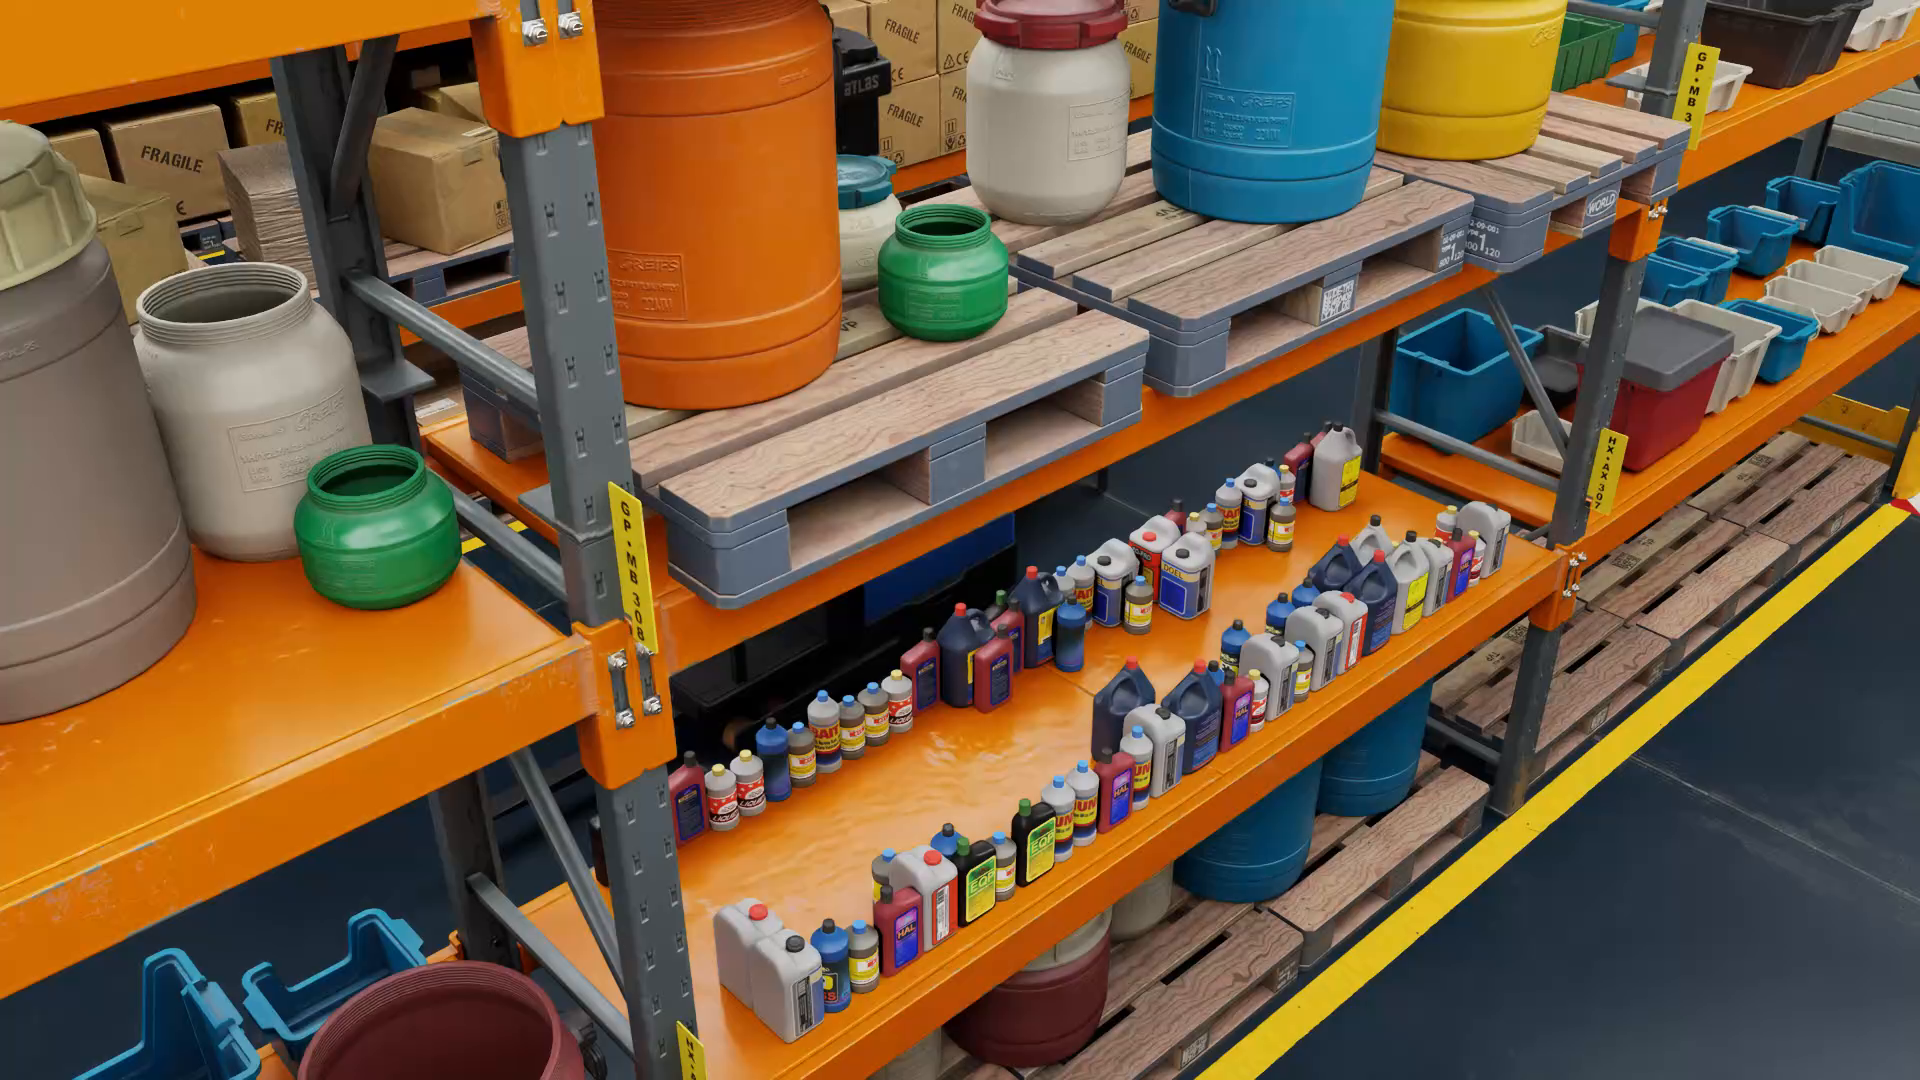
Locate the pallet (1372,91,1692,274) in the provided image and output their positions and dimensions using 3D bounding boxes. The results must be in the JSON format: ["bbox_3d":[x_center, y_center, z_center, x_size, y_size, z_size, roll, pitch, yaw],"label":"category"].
[{"bbox_3d":[1.454,-1.222,5.179,1.003,0.211,1.213,-26,40,-35],"label":"pallet"}]

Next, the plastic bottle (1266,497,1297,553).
[{"bbox_3d":[1.194,-0.064,6.170,0.097,0.201,0.097,0,31,0],"label":"plastic bottle"}]

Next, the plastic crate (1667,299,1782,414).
[{"bbox_3d":[3.208,-0.785,7.214,0.530,0.282,0.437,-26,40,-35],"label":"plastic crate"}]

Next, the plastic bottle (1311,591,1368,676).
[{"bbox_3d":[1.256,0.286,5.525,0.135,0.276,0.152,-26,40,-35],"label":"plastic bottle"}]

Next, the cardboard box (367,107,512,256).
[{"bbox_3d":[-2.656,-1.806,8.330,0.700,0.500,0.500,18,36,27],"label":"cardboard box"}]

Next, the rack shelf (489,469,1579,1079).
[{"bbox_3d":[0.496,0.678,5.456,4.000,0.370,1.077,-26,40,-35],"label":"rack shelf"}]

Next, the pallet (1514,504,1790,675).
[{"bbox_3d":[3.370,0.141,8.318,1.213,0.211,1.003,-26,40,-35],"label":"pallet"}]

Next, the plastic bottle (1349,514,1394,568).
[{"bbox_3d":[1.413,0.079,5.793,0.185,0.351,0.144,-26,40,-35],"label":"plastic bottle"}]

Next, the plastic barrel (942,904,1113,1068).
[{"bbox_3d":[0.205,1.349,5.577,0.708,0.588,0.600,-26,40,-35],"label":"plastic barrel"}]

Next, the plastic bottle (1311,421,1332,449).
[{"bbox_3d":[1.404,-0.322,6.513,0.133,0.283,0.061,-26,40,-35],"label":"plastic bottle"}]

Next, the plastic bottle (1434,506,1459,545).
[{"bbox_3d":[1.795,-0.031,6.116,0.097,0.201,0.097,0,31,0],"label":"plastic bottle"}]

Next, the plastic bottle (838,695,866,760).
[{"bbox_3d":[-0.341,0.570,5.133,0.097,0.201,0.097,0,31,0],"label":"plastic bottle"}]

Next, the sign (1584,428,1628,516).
[{"bbox_3d":[2.335,-0.245,6.011,0.005,0.325,0.100,-26,40,-35],"label":"sign"}]

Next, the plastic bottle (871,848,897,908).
[{"bbox_3d":[-0.193,0.930,4.544,0.097,0.201,0.097,0,31,0],"label":"plastic bottle"}]

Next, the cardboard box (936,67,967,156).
[{"bbox_3d":[-0.102,-2.713,10.216,0.500,0.500,0.500,-26,40,-36],"label":"cardboard box"}]

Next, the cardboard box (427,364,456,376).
[{"bbox_3d":[-3.049,-0.730,9.044,0.500,0.500,0.500,28,41,37],"label":"cardboard box"}]

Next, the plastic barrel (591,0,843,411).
[{"bbox_3d":[-0.552,-0.762,3.431,0.708,0.830,0.600,-26,40,-35],"label":"plastic barrel"}]

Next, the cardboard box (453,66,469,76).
[{"bbox_3d":[-3.785,-3.644,13.827,0.500,0.500,0.700,-26,40,-36],"label":"cardboard box"}]

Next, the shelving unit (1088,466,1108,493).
[{"bbox_3d":[0.269,-0.808,8.633,0.538,1.500,1.048,27,40,37],"label":"shelving unit"}]

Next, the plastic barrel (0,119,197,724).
[{"bbox_3d":[-1.720,-0.205,2.854,0.600,0.901,0.600,0,31,0],"label":"plastic barrel"}]

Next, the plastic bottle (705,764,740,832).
[{"bbox_3d":[-0.698,0.743,4.850,0.097,0.201,0.097,0,31,0],"label":"plastic bottle"}]

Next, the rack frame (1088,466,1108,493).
[{"bbox_3d":[0.624,-0.998,8.944,0.500,1.500,0.032,27,40,37],"label":"rack frame"}]

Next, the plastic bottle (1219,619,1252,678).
[{"bbox_3d":[0.888,0.377,5.381,0.097,0.271,0.097,0,31,0],"label":"plastic bottle"}]

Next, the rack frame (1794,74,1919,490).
[{"bbox_3d":[4.896,-1.757,8.748,0.127,3.000,1.000,-26,40,-35],"label":"rack frame"}]

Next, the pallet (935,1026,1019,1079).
[{"bbox_3d":[-0.421,1.975,5.319,1.213,0.211,1.003,-26,40,-35],"label":"pallet"}]

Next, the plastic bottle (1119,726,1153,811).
[{"bbox_3d":[0.517,0.665,4.910,0.097,0.271,0.097,0,31,0],"label":"plastic bottle"}]

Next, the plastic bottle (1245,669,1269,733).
[{"bbox_3d":[0.920,0.500,5.248,0.097,0.201,0.097,0,31,0],"label":"plastic bottle"}]

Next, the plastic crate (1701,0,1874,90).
[{"bbox_3d":[3.060,-1.898,6.229,0.590,0.269,0.497,-26,40,-35],"label":"plastic crate"}]

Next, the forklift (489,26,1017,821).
[{"bbox_3d":[-1.106,-0.621,6.957,1.130,2.935,3.031,27,40,37],"label":"forklift"}]

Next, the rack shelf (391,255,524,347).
[{"bbox_3d":[-2.869,-1.218,8.557,4.000,0.370,1.077,-26,40,-35],"label":"rack shelf"}]

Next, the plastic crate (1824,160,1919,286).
[{"bbox_3d":[4.777,-1.608,8.412,0.499,0.435,0.616,-26,40,-35],"label":"plastic crate"}]

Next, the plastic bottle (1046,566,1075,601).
[{"bbox_3d":[0.340,0.211,5.653,0.097,0.271,0.097,0,31,0],"label":"plastic bottle"}]

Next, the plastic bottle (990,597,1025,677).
[{"bbox_3d":[0.149,0.329,5.449,0.133,0.283,0.061,-26,40,-35],"label":"plastic bottle"}]

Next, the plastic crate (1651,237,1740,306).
[{"bbox_3d":[3.525,-1.283,8.075,0.300,0.233,0.416,-26,40,-35],"label":"plastic crate"}]

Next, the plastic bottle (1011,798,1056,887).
[{"bbox_3d":[0.204,0.824,4.638,0.133,0.283,0.061,-26,40,-35],"label":"plastic bottle"}]

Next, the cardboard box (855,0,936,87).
[{"bbox_3d":[-0.488,-2.946,9.639,0.500,0.500,0.500,-27,41,-37],"label":"cardboard box"}]

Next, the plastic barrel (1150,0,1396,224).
[{"bbox_3d":[0.815,-1.347,4.319,0.708,0.901,0.600,-26,40,-35],"label":"plastic barrel"}]

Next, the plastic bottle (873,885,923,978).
[{"bbox_3d":[-0.161,1.001,4.349,0.133,0.283,0.061,-26,40,-35],"label":"plastic bottle"}]

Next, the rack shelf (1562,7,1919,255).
[{"bbox_3d":[3.429,-2.021,6.993,4.000,0.370,1.077,-26,40,-35],"label":"rack shelf"}]

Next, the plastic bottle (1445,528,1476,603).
[{"bbox_3d":[1.755,0.074,5.865,0.133,0.283,0.061,-26,40,-35],"label":"plastic bottle"}]

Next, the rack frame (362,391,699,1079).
[{"bbox_3d":[-0.971,1.080,4.108,0.127,3.000,1.000,-26,40,-35],"label":"rack frame"}]

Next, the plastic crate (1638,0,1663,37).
[{"bbox_3d":[2.636,-2.102,6.690,0.466,0.136,0.293,-26,40,-35],"label":"plastic crate"}]

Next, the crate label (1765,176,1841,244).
[{"bbox_3d":[4.491,-1.750,8.839,0.303,0.233,0.416,-26,40,-35],"label":"crate label"}]

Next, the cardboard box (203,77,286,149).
[{"bbox_3d":[-5.162,-3.110,12.619,0.750,0.750,0.750,-25,40,-35],"label":"cardboard box"}]

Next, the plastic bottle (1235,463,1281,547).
[{"bbox_3d":[1.096,-0.137,6.218,0.135,0.276,0.152,-26,40,-35],"label":"plastic bottle"}]

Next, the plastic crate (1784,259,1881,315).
[{"bbox_3d":[4.198,-1.214,8.056,0.243,0.136,0.396,-26,40,-35],"label":"plastic crate"}]

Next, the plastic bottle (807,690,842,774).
[{"bbox_3d":[-0.412,0.575,5.058,0.097,0.271,0.097,0,31,0],"label":"plastic bottle"}]
